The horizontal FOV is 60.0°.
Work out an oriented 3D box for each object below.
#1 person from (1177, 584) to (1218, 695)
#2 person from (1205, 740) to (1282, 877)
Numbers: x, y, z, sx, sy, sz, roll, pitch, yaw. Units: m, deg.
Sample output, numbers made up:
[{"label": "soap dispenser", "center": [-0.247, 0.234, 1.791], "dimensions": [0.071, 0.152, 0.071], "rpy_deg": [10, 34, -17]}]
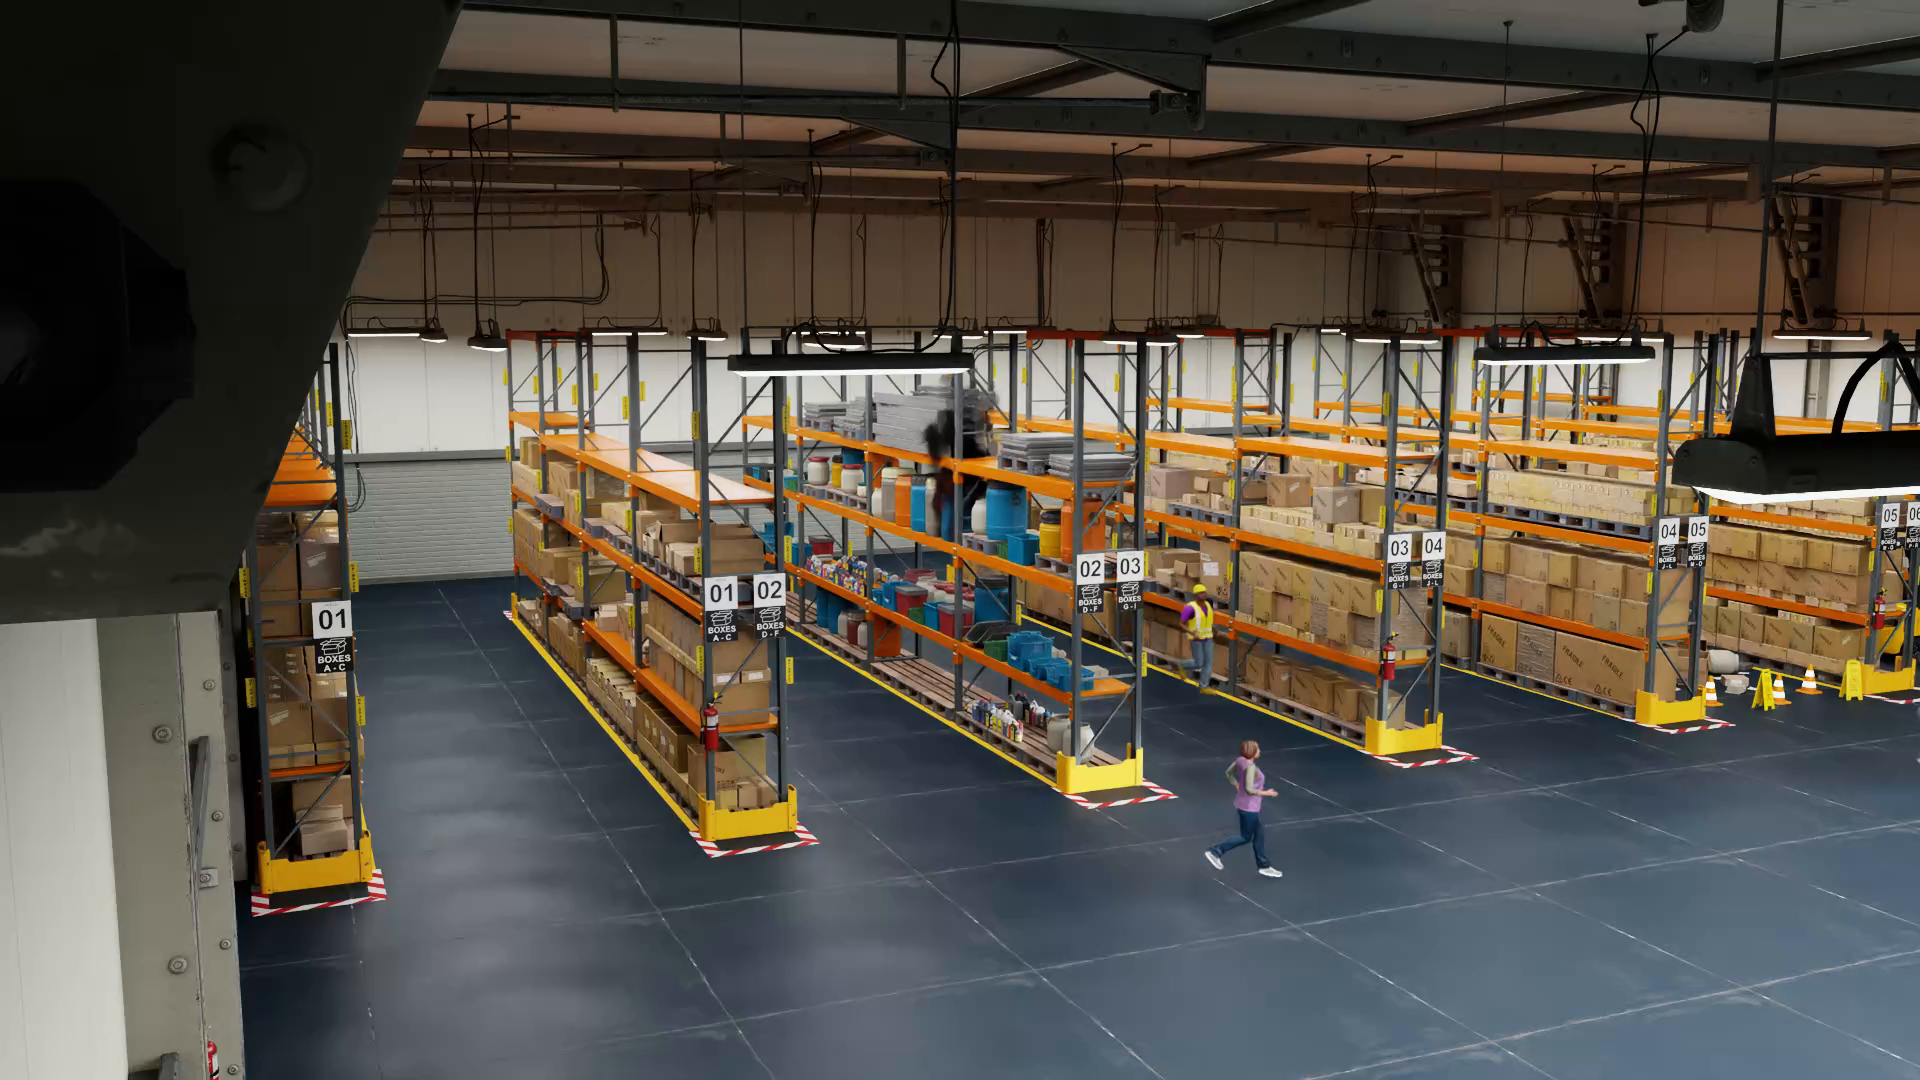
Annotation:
[{"label": "person", "center": [3.827, 1.573, 26.573], "dimensions": [0.700, 1.749, 0.801], "rpy_deg": [-5, 9, -31]}, {"label": "person", "center": [3.195, 3.013, 18.628], "dimensions": [0.883, 1.593, 0.547], "rpy_deg": [0, 8, 0]}]
